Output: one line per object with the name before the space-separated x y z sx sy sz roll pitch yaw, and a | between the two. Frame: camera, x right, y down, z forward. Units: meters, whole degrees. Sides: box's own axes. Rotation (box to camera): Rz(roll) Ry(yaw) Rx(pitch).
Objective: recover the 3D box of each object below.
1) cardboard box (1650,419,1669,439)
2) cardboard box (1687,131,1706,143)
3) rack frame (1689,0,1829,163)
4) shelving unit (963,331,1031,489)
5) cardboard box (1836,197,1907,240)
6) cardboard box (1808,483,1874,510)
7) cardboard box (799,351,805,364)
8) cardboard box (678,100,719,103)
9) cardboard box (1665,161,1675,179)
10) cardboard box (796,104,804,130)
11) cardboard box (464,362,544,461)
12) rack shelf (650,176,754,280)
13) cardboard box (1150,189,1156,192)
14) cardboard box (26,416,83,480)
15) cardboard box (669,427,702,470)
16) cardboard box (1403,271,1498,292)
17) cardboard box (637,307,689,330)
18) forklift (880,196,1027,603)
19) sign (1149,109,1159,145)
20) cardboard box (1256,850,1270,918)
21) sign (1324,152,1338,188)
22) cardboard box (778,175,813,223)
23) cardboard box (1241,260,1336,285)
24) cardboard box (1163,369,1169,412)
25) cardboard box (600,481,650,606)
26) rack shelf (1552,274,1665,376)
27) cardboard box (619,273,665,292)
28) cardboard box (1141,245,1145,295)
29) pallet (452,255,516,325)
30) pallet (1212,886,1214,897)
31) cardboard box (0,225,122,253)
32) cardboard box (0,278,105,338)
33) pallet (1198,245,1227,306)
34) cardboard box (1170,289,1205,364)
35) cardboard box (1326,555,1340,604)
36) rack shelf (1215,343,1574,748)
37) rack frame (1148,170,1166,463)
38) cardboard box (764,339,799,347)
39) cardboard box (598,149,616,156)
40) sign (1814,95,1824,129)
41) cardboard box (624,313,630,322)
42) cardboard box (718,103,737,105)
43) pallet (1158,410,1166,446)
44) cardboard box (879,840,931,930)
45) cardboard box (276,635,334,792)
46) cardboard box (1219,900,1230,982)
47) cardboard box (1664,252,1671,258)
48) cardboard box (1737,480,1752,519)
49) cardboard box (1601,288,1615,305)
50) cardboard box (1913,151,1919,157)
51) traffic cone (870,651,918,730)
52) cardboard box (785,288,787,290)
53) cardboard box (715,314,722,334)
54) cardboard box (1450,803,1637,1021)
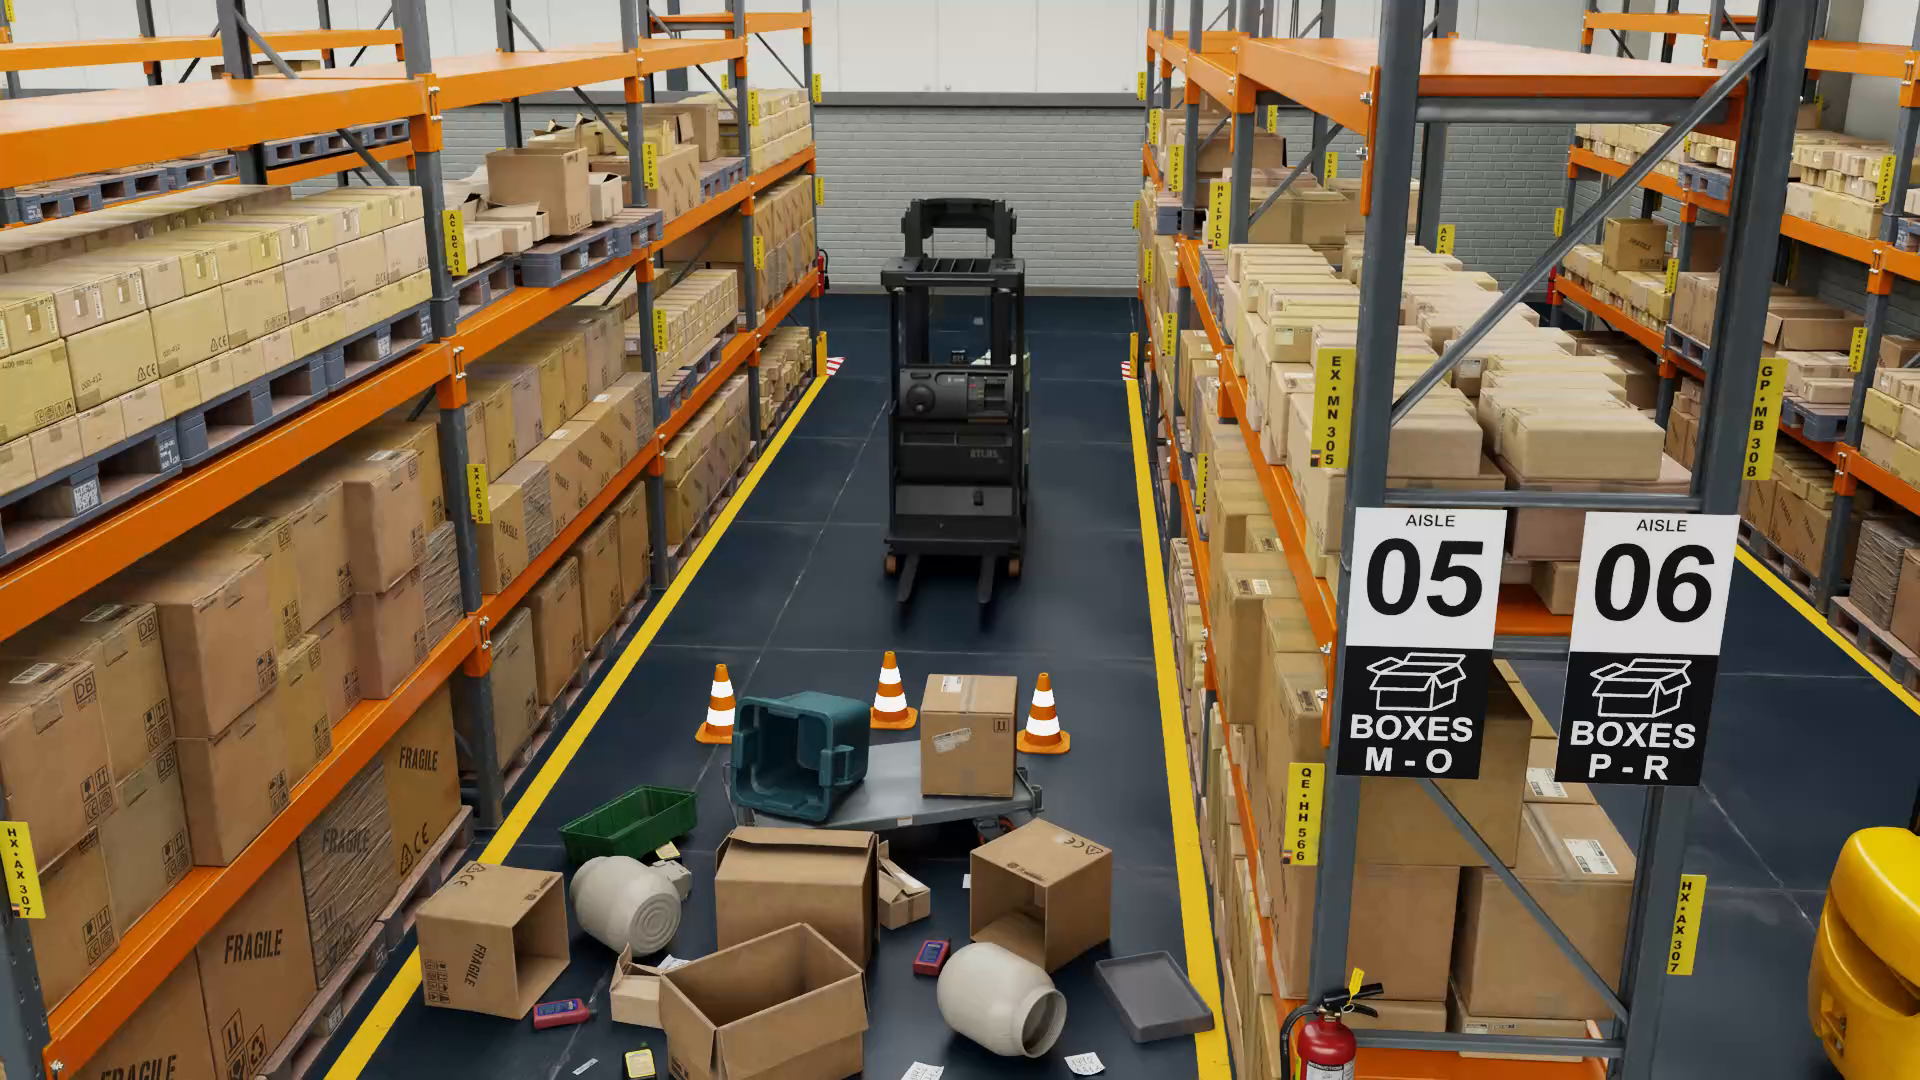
cardboard box | 7.105 -1.128 16.951 0.380 0.149 0.250 1 18 2
cardboard box | 6.899 -3.715 15.216 0.380 0.149 0.250 2 18 6
rack frame | 7.358 -4.954 15.090 1.000 3.000 0.127 1 18 4
shelving unit | 0.342 -1.121 15.435 0.431 1.500 0.755 6 19 18
cardboard box | 6.866 -2.380 12.292 0.500 0.250 0.500 1 18 2
cardboard box | 6.854 -0.340 12.941 0.380 0.149 0.250 0 18 1
cardboard box | -2.040 -2.189 19.712 0.380 0.149 0.250 1 18 2
cardboard box | -2.722 -4.500 17.321 0.380 0.149 0.250 1 18 2
cardboard box | 7.110 -3.603 16.189 0.380 0.149 0.250 1 18 4
cardboard box | -2.066 -4.818 18.932 0.500 0.250 0.500 1 18 2
cardboard box | -3.010 -0.801 10.284 0.700 0.500 0.500 1 18 4
rack shelf | -2.681 -2.754 14.350 1.077 0.370 4.000 1 18 4
cardboard box | 2.284 -3.779 18.332 0.380 0.149 0.250 1 18 4
cardboard box | -3.036 -0.297 5.262 0.380 0.149 0.250 1 18 4
cardboard box | -2.497 -0.784 14.134 0.500 0.250 0.500 1 18 3
cardboard box | 2.090 -1.065 7.162 0.380 0.149 0.250 2 18 6
cardboard box | -2.523 -1.878 14.110 0.380 0.149 0.250 2 18 6
forklift | -0.039 -1.197 13.369 1.130 2.935 3.031 1 18 3
sign | 1.853 -3.933 15.835 0.100 0.325 0.005 1 18 4
cardboard box | 1.295 1.272 6.128 0.380 0.149 0.250 2 18 5
sign | 2.661 -2.629 11.981 0.100 0.325 0.005 1 18 4
cardboard box | -2.036 -4.051 19.724 0.500 0.500 0.500 1 18 3
cardboard box | 1.467 -1.159 7.450 0.380 0.149 0.250 1 18 2
cardboard box | 1.918 -1.221 13.573 0.500 0.250 0.500 2 18 5
cardboard box | -2.958 0.007 12.523 1.050 0.750 0.750 1 18 3
rack shelf | 7.501 -2.382 18.032 1.077 0.370 4.000 1 18 4
cardboard box | -3.039 -2.456 15.875 0.380 0.149 0.250 2 18 5
cardboard box | 2.310 -3.045 18.737 0.500 0.500 0.500 1 18 4
pallet | -3.095 -1.428 9.453 0.805 0.209 1.217 1 18 2
pallet | 1.820 1.806 8.572 1.003 0.211 1.213 1 18 4
cardboard box | -3.586 -1.161 6.621 0.380 0.149 0.250 1 18 4
cardboard box | -3.020 -0.751 5.368 0.380 0.149 0.250 1 18 3
pallet | 2.055 -1.576 9.900 1.213 0.211 1.003 1 18 4
cardboard box | 1.896 -1.660 12.904 0.500 0.500 0.500 1 18 2
cardboard box | 1.293 0.091 4.914 0.380 0.149 0.250 1 18 4
rack shelf | 1.690 -0.191 6.526 1.077 0.370 4.000 1 18 4
rack frame | 2.407 -2.213 16.359 1.000 3.000 0.127 1 18 4
cardboard box | -2.085 -2.253 19.429 0.380 0.149 0.250 1 18 2
cardboard box | -3.014 -2.861 13.360 0.500 0.500 0.500 1 18 4
sign | 7.912 -3.950 15.381 0.100 0.325 0.005 1 18 4
cardboard box | -3.135 -1.916 14.703 0.380 0.149 0.250 1 18 3
cardboard box | -2.261 -4.321 16.773 0.380 0.149 0.250 1 18 3
pallet | 2.539 -1.122 17.509 1.003 0.211 1.213 1 18 4
cardboard box | -0.366 1.776 8.576 0.258 0.266 0.396 -13 22 -34
cardboard box | -3.237 0.740 7.108 0.875 0.550 0.500 1 18 4
cardboard box | 1.459 1.887 7.588 0.500 0.250 0.500 1 18 3
cardboard box | 7.838 -3.107 18.850 0.500 0.250 0.500 1 18 4
cardboard box | 6.987 -0.488 14.436 0.500 0.500 0.500 1 18 2
cardboard box | 7.207 -2.649 18.093 0.380 0.149 0.250 2 18 5
cardboard box | 7.408 -2.893 12.741 0.380 0.149 0.250 2 18 6
traffic cone | -0.451 0.949 10.785 0.336 0.463 0.334 1 18 4
cardboard box | -2.173 -2.909 18.888 0.380 0.149 0.250 1 18 2
cardboard box | -2.425 -2.008 15.464 0.380 0.149 0.250 0 18 1
cardboard box | 1.857 1.184 5.353 0.500 0.500 0.500 1 18 3
